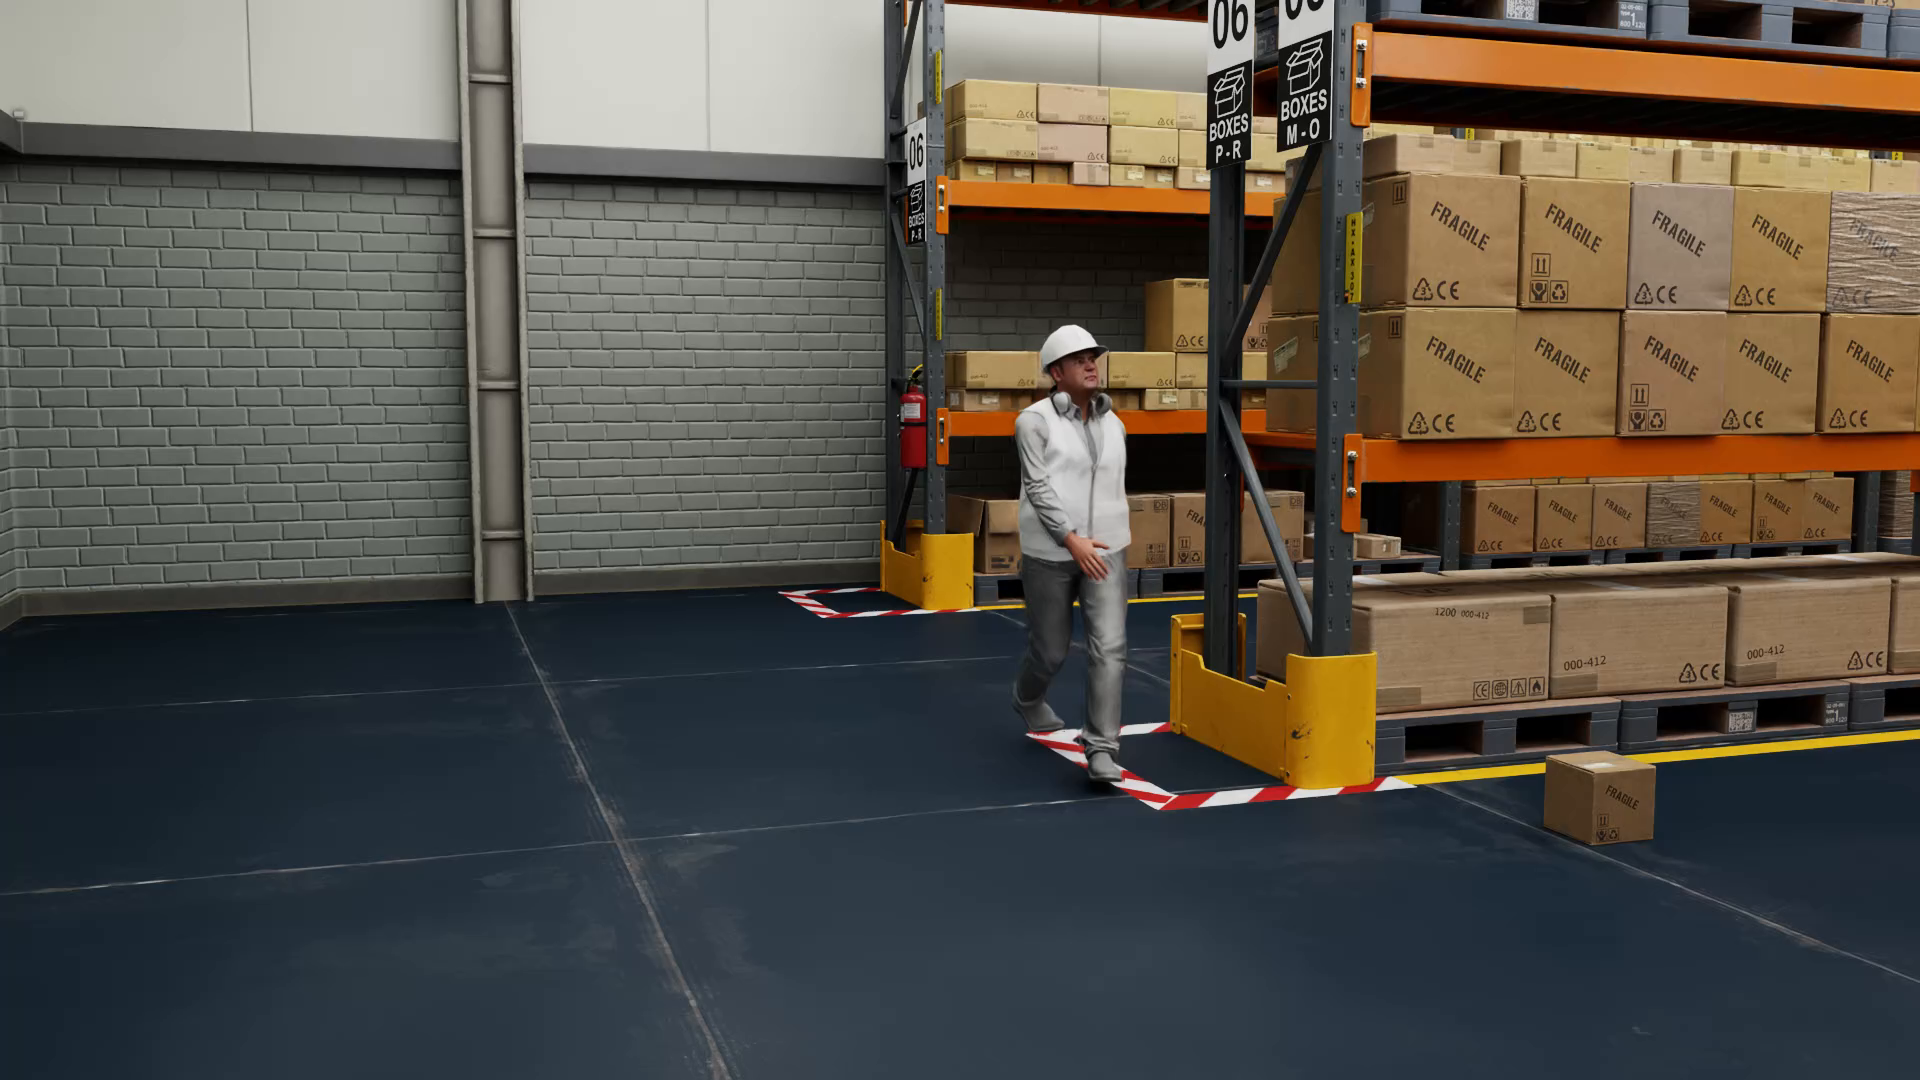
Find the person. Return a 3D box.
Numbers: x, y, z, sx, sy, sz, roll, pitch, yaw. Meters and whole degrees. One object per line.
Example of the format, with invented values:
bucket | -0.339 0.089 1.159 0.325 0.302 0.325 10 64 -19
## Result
person | 0.446 0.029 6.514 0.514 1.728 0.999 -2 6 -16
